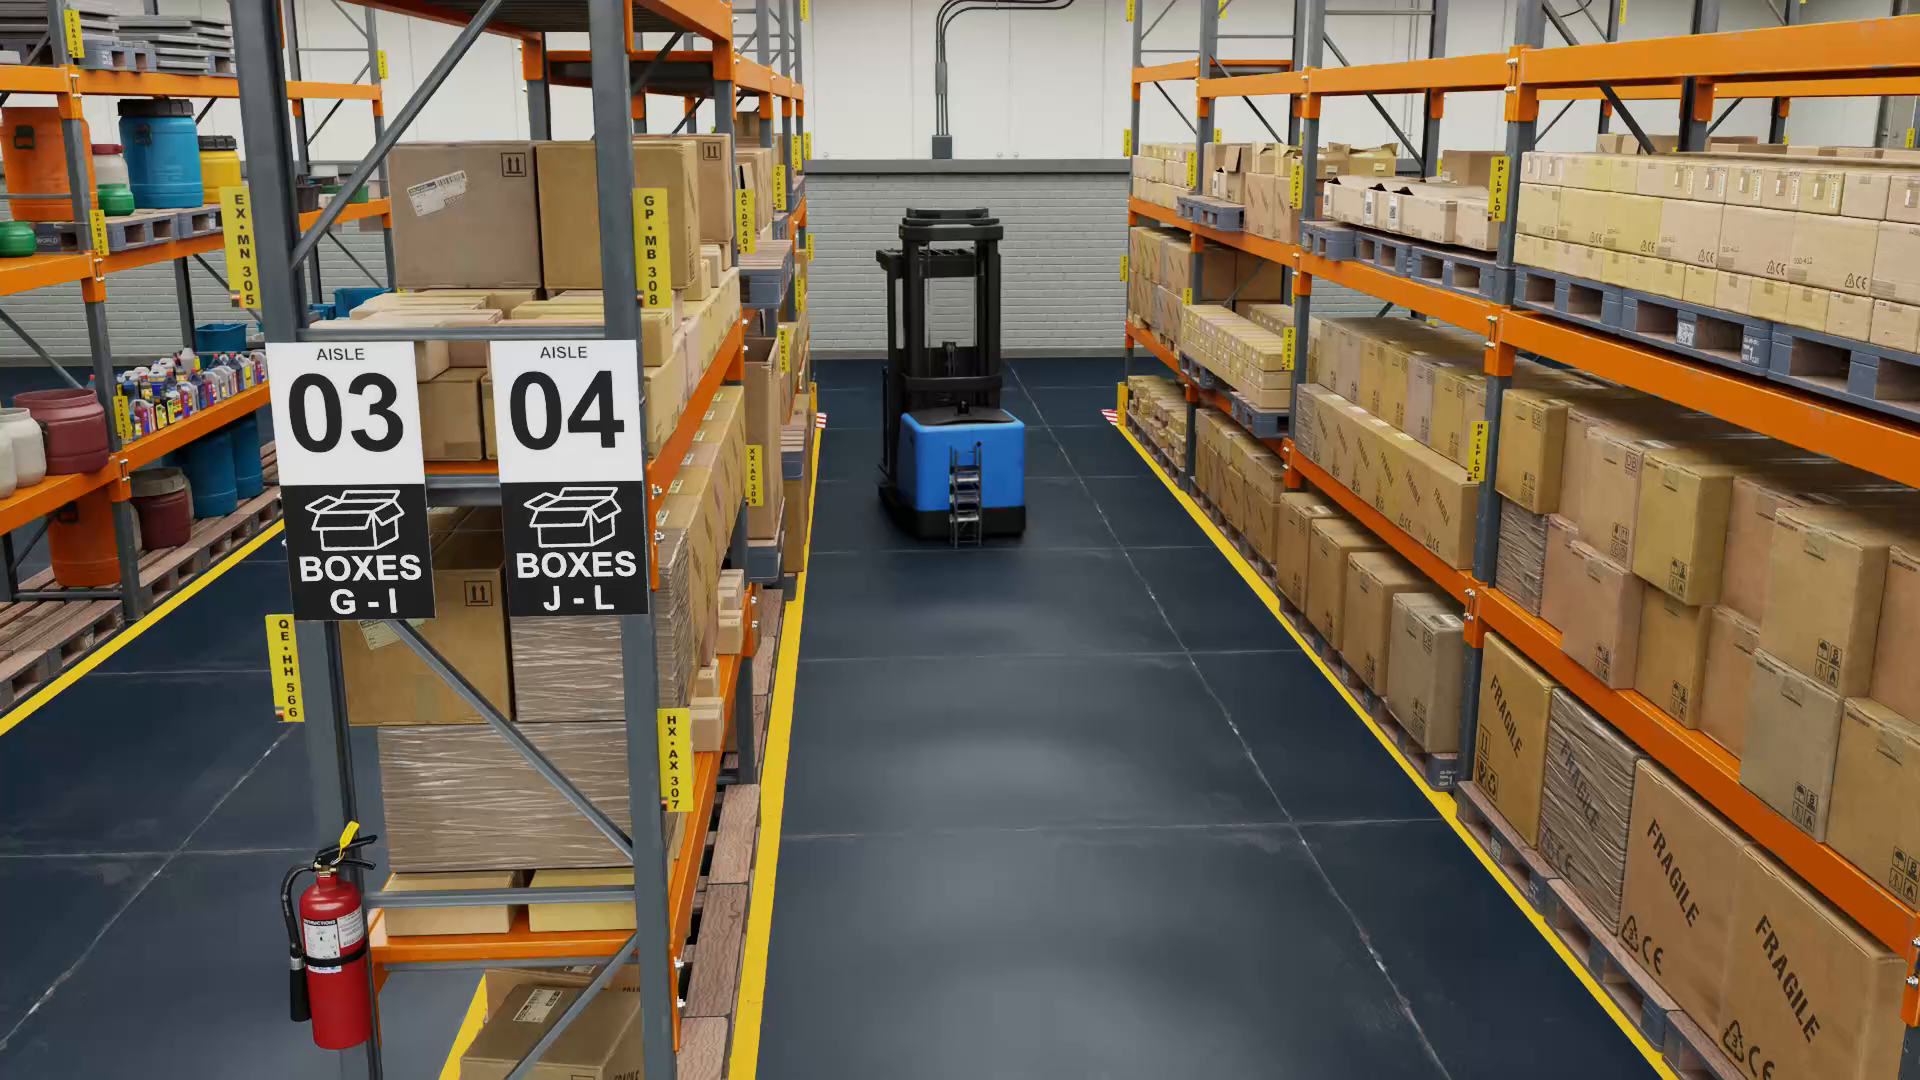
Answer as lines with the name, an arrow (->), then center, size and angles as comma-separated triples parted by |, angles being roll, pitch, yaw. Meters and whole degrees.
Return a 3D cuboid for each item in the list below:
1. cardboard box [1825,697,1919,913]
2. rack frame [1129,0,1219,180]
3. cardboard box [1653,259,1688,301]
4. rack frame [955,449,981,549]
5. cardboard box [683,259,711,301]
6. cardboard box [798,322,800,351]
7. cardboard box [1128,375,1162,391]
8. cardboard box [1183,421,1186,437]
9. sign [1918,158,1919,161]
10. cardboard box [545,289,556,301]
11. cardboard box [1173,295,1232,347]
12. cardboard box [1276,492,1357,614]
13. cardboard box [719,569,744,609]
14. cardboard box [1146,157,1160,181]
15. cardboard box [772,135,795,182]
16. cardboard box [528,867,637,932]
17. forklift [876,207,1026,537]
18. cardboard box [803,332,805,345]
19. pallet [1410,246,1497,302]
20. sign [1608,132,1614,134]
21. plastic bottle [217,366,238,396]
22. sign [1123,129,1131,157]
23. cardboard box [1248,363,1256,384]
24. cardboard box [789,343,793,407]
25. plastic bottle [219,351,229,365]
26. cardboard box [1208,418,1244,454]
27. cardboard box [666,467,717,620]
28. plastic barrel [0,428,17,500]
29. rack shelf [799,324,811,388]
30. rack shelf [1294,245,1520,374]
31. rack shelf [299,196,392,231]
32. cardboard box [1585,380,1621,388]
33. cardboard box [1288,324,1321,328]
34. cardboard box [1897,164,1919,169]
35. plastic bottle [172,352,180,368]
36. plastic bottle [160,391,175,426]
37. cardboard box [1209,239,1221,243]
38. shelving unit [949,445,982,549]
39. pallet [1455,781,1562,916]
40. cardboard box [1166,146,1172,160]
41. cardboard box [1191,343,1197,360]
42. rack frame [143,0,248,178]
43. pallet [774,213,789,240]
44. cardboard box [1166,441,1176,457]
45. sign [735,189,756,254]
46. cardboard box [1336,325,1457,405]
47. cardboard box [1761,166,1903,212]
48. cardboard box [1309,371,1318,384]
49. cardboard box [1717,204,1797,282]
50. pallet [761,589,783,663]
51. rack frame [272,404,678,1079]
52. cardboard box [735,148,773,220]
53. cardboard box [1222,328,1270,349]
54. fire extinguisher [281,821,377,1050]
cardboard box -> 3.498, 0.868, 5.557 | 0.875, 0.550, 0.550 | -1, 14, -3
rack frame -> 2.574, -5.853, 19.937 | 1.000, 3.000, 0.127 | -1, 14, -3
cardboard box -> 3.096, -1.072, 6.836 | 0.380, 0.149, 0.250 | -1, 14, -3
rack frame -> 0.072, -0.361, 14.849 | 0.240, 0.900, 0.006 | -3, 15, -12
cardboard box -> -1.243, -1.080, 6.911 | 0.380, 0.149, 0.250 | 0, 14, -1
cardboard box -> -1.902, -2.093, 17.070 | 0.500, 0.250, 0.500 | -1, 14, -4
cardboard box -> 2.268, -1.923, 20.387 | 0.380, 0.149, 0.250 | -2, 15, -6
cardboard box -> 2.540, -1.148, 17.376 | 0.380, 0.149, 0.250 | 0, 14, -2
sign -> 7.450, -2.794, 12.873 | 0.100, 0.325, 0.005 | -1, 14, -3
cardboard box -> -1.764, -0.947, 6.390 | 0.380, 0.149, 0.250 | -2, 15, -6
cardboard box -> 2.510, -2.261, 17.220 | 0.500, 0.500, 0.500 | -1, 14, -3
cardboard box -> 3.018, 0.081, 12.586 | 1.050, 0.750, 0.750 | -1, 14, -4
cardboard box -> -1.332, 0.259, 8.727 | 0.380, 0.149, 0.250 | -1, 14, -3
cardboard box -> 2.395, -4.201, 18.834 | 0.500, 0.250, 0.500 | -1, 14, -3
cardboard box -> -2.162, -4.114, 17.954 | 0.700, 0.500, 0.500 | 0, 14, -1
cardboard box -> -1.171, 1.131, 5.341 | 0.380, 0.149, 0.250 | -1, 14, -3
forklift -> -0.203, -1.771, 16.250 | 1.130, 2.935, 3.031 | -3, 15, -12
cardboard box -> -1.919, -2.246, 18.462 | 0.380, 0.149, 0.250 | -1, 14, -5
pallet -> 3.212, -1.550, 9.619 | 0.805, 0.209, 1.217 | -1, 15, -6
sign -> 8.051, -4.897, 20.624 | 0.100, 0.325, 0.005 | -1, 14, -3
plastic bottle -> -6.677, -1.455, 15.135 | 0.152, 0.276, 0.135 | -1, 14, -3
sign -> 2.033, -4.815, 20.170 | 0.100, 0.325, 0.005 | -1, 14, -3
cardboard box -> 2.567, -1.366, 13.602 | 0.380, 0.149, 0.250 | 0, 14, -1
cardboard box -> -1.744, -1.460, 14.703 | 0.500, 0.500, 0.500 | -1, 14, -3
plastic bottle -> -6.838, -1.575, 15.450 | 0.144, 0.351, 0.185 | -1, 14, -3
cardboard box -> 2.640, -0.988, 15.740 | 0.500, 0.250, 0.500 | 0, 14, -2
cardboard box -> -1.209, 0.017, 6.360 | 0.500, 0.500, 0.500 | -1, 14, -3
plastic barrel -> -6.527, -0.527, 11.052 | 0.421, 0.512, 0.421 | 0, 14, 0
rack shelf -> -2.258, -2.050, 18.641 | 1.077, 0.370, 4.000 | -1, 14, -3
rack shelf -> 3.194, -1.565, 10.735 | 1.077, 0.370, 4.000 | -1, 14, -3
rack shelf -> -7.202, -3.426, 17.970 | 1.077, 0.370, 4.000 | -1, 14, -3
cardboard box -> 7.715, -1.621, 19.830 | 0.875, 0.438, 0.875 | 0, 14, -2
cardboard box -> 3.140, -1.834, 14.827 | 0.380, 0.149, 0.250 | -1, 14, -4
cardboard box -> 3.785, -1.341, 6.283 | 0.380, 0.149, 0.250 | -1, 14, -4
plastic bottle -> -7.473, -1.637, 15.827 | 0.061, 0.283, 0.133 | -1, 14, -3
plastic bottle -> -6.540, -1.092, 13.710 | 0.061, 0.283, 0.133 | -1, 14, -3
cardboard box -> 2.990, -3.000, 18.084 | 0.500, 0.500, 0.500 | -1, 14, -3
shelving unit -> 0.051, -0.386, 14.945 | 0.258, 0.900, 0.210 | -3, 15, -12
pallet -> 3.287, 1.578, 8.694 | 1.003, 0.211, 1.213 | -1, 14, -3
cardboard box -> 2.424, -4.163, 17.886 | 0.380, 0.149, 0.250 | -1, 14, -4
cardboard box -> 2.422, -1.798, 15.880 | 0.380, 0.149, 0.250 | -1, 14, -3
rack frame -> -7.078, -4.730, 15.574 | 1.000, 3.000, 0.127 | -1, 14, -3
pallet -> -1.979, -2.427, 13.021 | 1.213, 0.211, 1.003 | 0, 14, -1
cardboard box -> 2.445, -0.998, 17.988 | 0.380, 0.149, 0.250 | -1, 14, -5
sign -> -1.098, -1.625, 8.488 | 0.100, 0.325, 0.005 | -1, 14, -3
cardboard box -> 3.121, -1.253, 11.892 | 0.700, 0.500, 0.500 | -1, 14, -4
cardboard box -> 3.145, -1.268, 5.999 | 0.380, 0.149, 0.250 | -1, 14, -3
cardboard box -> 3.192, -1.355, 14.157 | 0.380, 0.149, 0.250 | 0, 14, -1
cardboard box -> 3.196, -1.111, 6.188 | 0.500, 0.250, 0.500 | -1, 14, -4
pallet -> -1.840, 0.639, 12.344 | 1.003, 0.211, 1.213 | -1, 14, -3
rack frame -> -1.391, 1.083, 5.019 | 1.000, 3.000, 0.127 | -1, 14, -3
cardboard box -> -1.607, -2.535, 11.857 | 0.500, 0.500, 0.500 | -1, 14, -2
cardboard box -> 2.504, -1.764, 14.553 | 0.380, 0.149, 0.250 | 0, 14, -1
fire extinguisher -> -1.844, 1.156, 4.891 | 0.296, 0.674, 0.183 | -1, 14, -3
